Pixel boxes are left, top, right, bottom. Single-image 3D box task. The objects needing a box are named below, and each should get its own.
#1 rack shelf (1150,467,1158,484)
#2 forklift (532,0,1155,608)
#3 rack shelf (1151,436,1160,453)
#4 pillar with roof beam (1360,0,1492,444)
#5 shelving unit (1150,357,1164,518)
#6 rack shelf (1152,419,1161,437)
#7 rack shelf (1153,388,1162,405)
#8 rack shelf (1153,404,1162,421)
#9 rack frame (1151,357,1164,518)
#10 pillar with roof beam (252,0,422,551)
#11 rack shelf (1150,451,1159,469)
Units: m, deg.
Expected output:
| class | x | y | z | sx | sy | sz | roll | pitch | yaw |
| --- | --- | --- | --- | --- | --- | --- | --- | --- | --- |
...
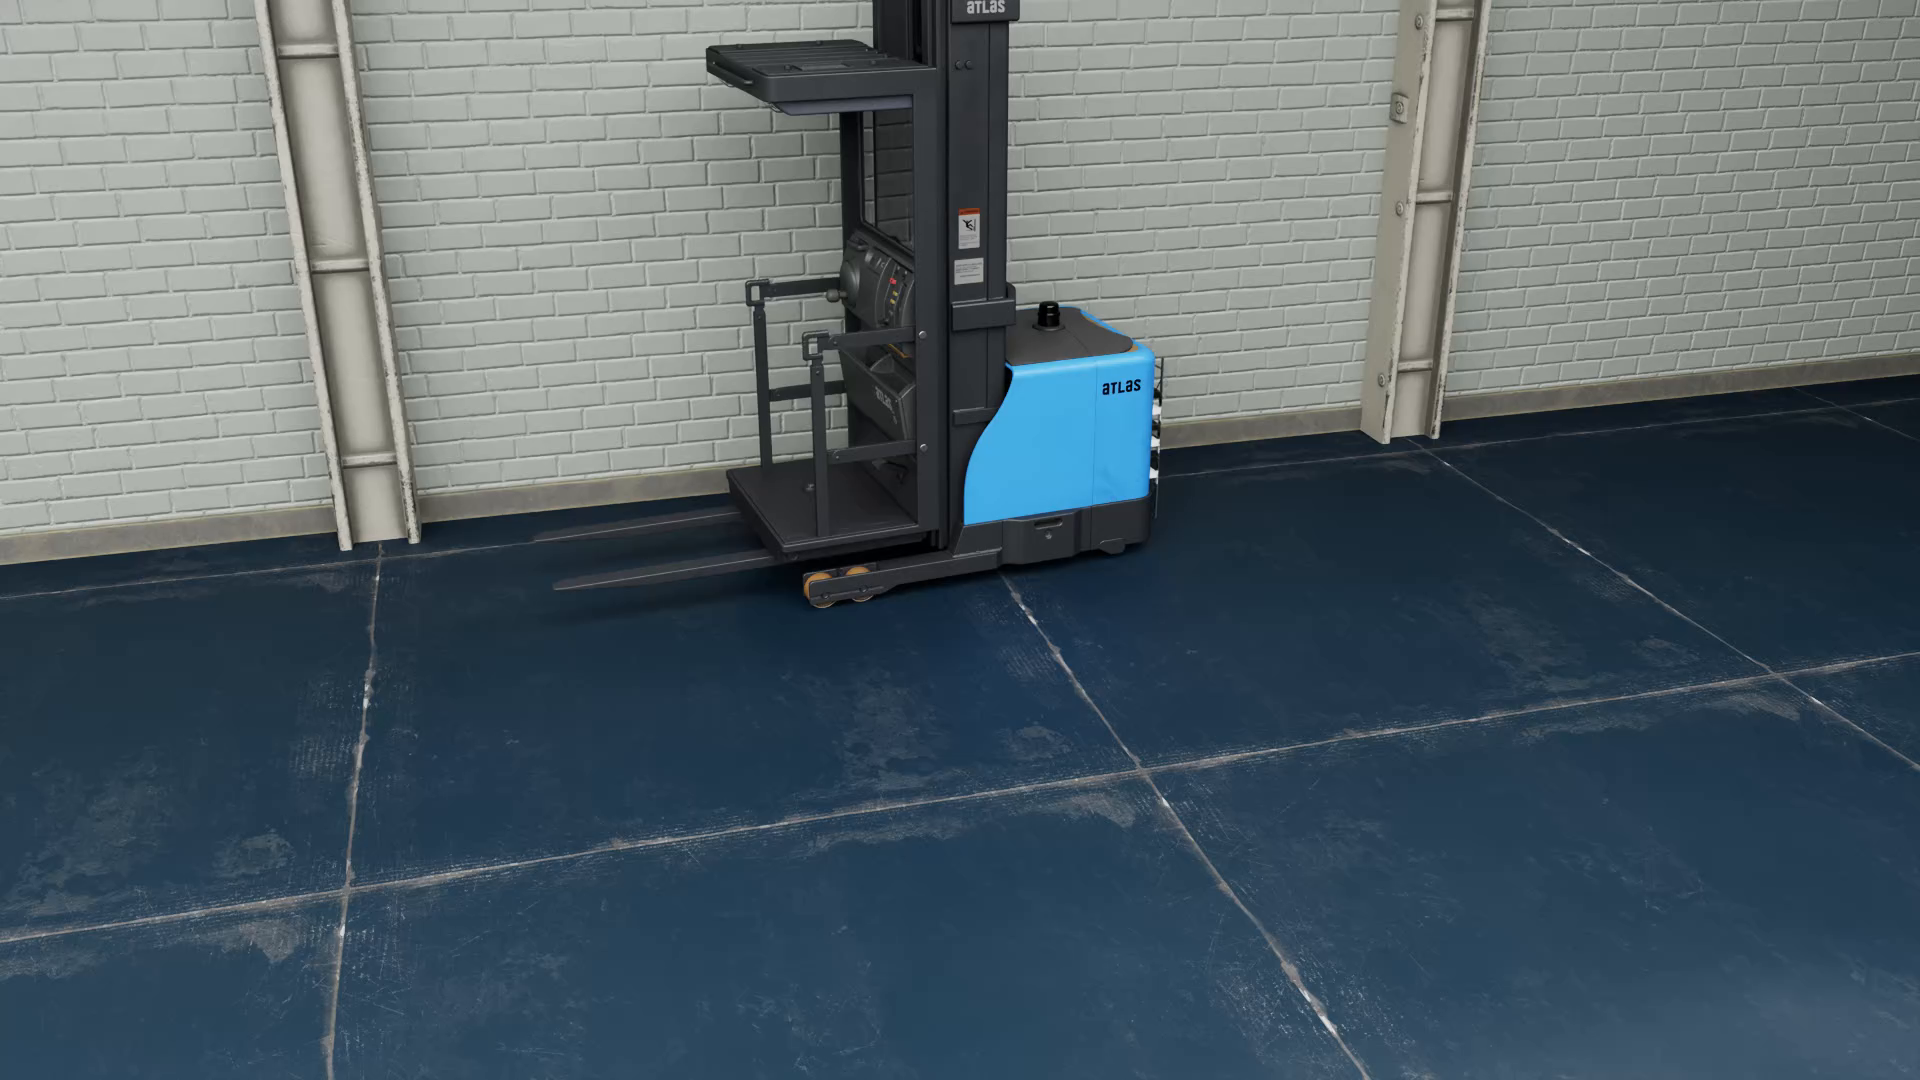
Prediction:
| class | x | y | z | sx | sy | sz | roll | pitch | yaw |
| --- | --- | --- | --- | --- | --- | --- | --- | --- | --- |
| rack shelf | 0.925 | -0.366 | 9.004 | 0.200 | 0.077 | 0.258 | -9 | 25 | -20 |
| forklift | -0.586 | -1.255 | 7.959 | 3.031 | 2.935 | 1.130 | -9 | 25 | -20 |
| rack shelf | 0.925 | -0.532 | 8.933 | 0.200 | 0.077 | 0.258 | -9 | 25 | -20 |
| pillar with roof beam | 3.877 | -3.164 | 4.712 | 0.400 | 9.000 | 9.100 | -6 | 24 | -14 |
| shelving unit | 0.925 | -0.562 | 8.919 | 0.210 | 0.900 | 0.258 | -9 | 25 | -20 |
| rack shelf | 0.925 | -0.614 | 8.897 | 0.200 | 0.077 | 0.258 | -9 | 25 | -20 |
| rack shelf | 0.925 | -0.780 | 8.826 | 0.200 | 0.077 | 0.258 | -9 | 25 | -20 |
| rack shelf | 0.925 | -0.697 | 8.862 | 0.200 | 0.077 | 0.258 | -9 | 25 | -20 |
| rack frame | 1.019 | -0.577 | 8.954 | 0.006 | 0.900 | 0.240 | -9 | 25 | -20 |
| pillar with roof beam | -1.900 | -2.525 | 3.223 | 0.400 | 9.000 | 9.100 | -6 | 24 | -14 |
| rack shelf | 0.925 | -0.449 | 8.968 | 0.200 | 0.077 | 0.258 | -9 | 25 | -20 |
